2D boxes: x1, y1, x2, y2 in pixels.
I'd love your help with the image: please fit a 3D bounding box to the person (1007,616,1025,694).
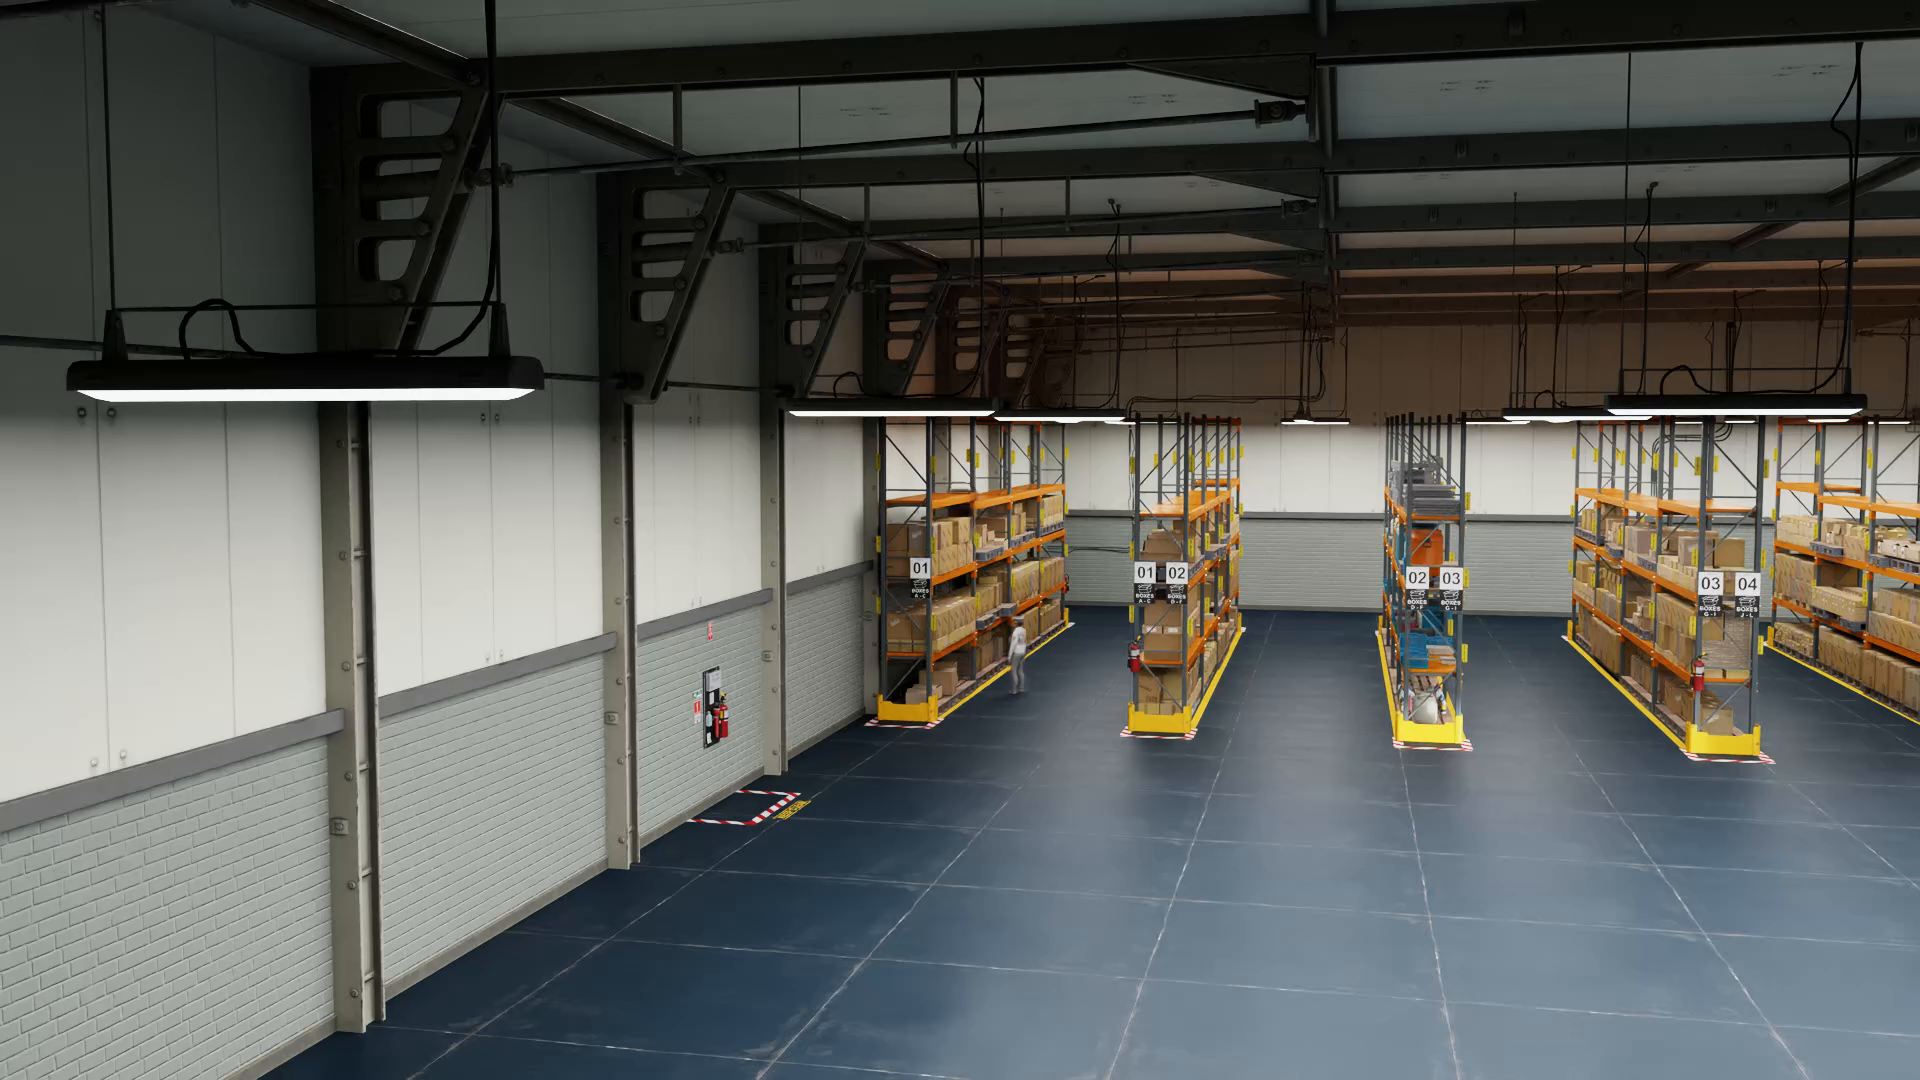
[{"bbox_3d":[1.197,2.482,35.823,0.381,1.667,0.546,2,4,28],"label":"person"}]
